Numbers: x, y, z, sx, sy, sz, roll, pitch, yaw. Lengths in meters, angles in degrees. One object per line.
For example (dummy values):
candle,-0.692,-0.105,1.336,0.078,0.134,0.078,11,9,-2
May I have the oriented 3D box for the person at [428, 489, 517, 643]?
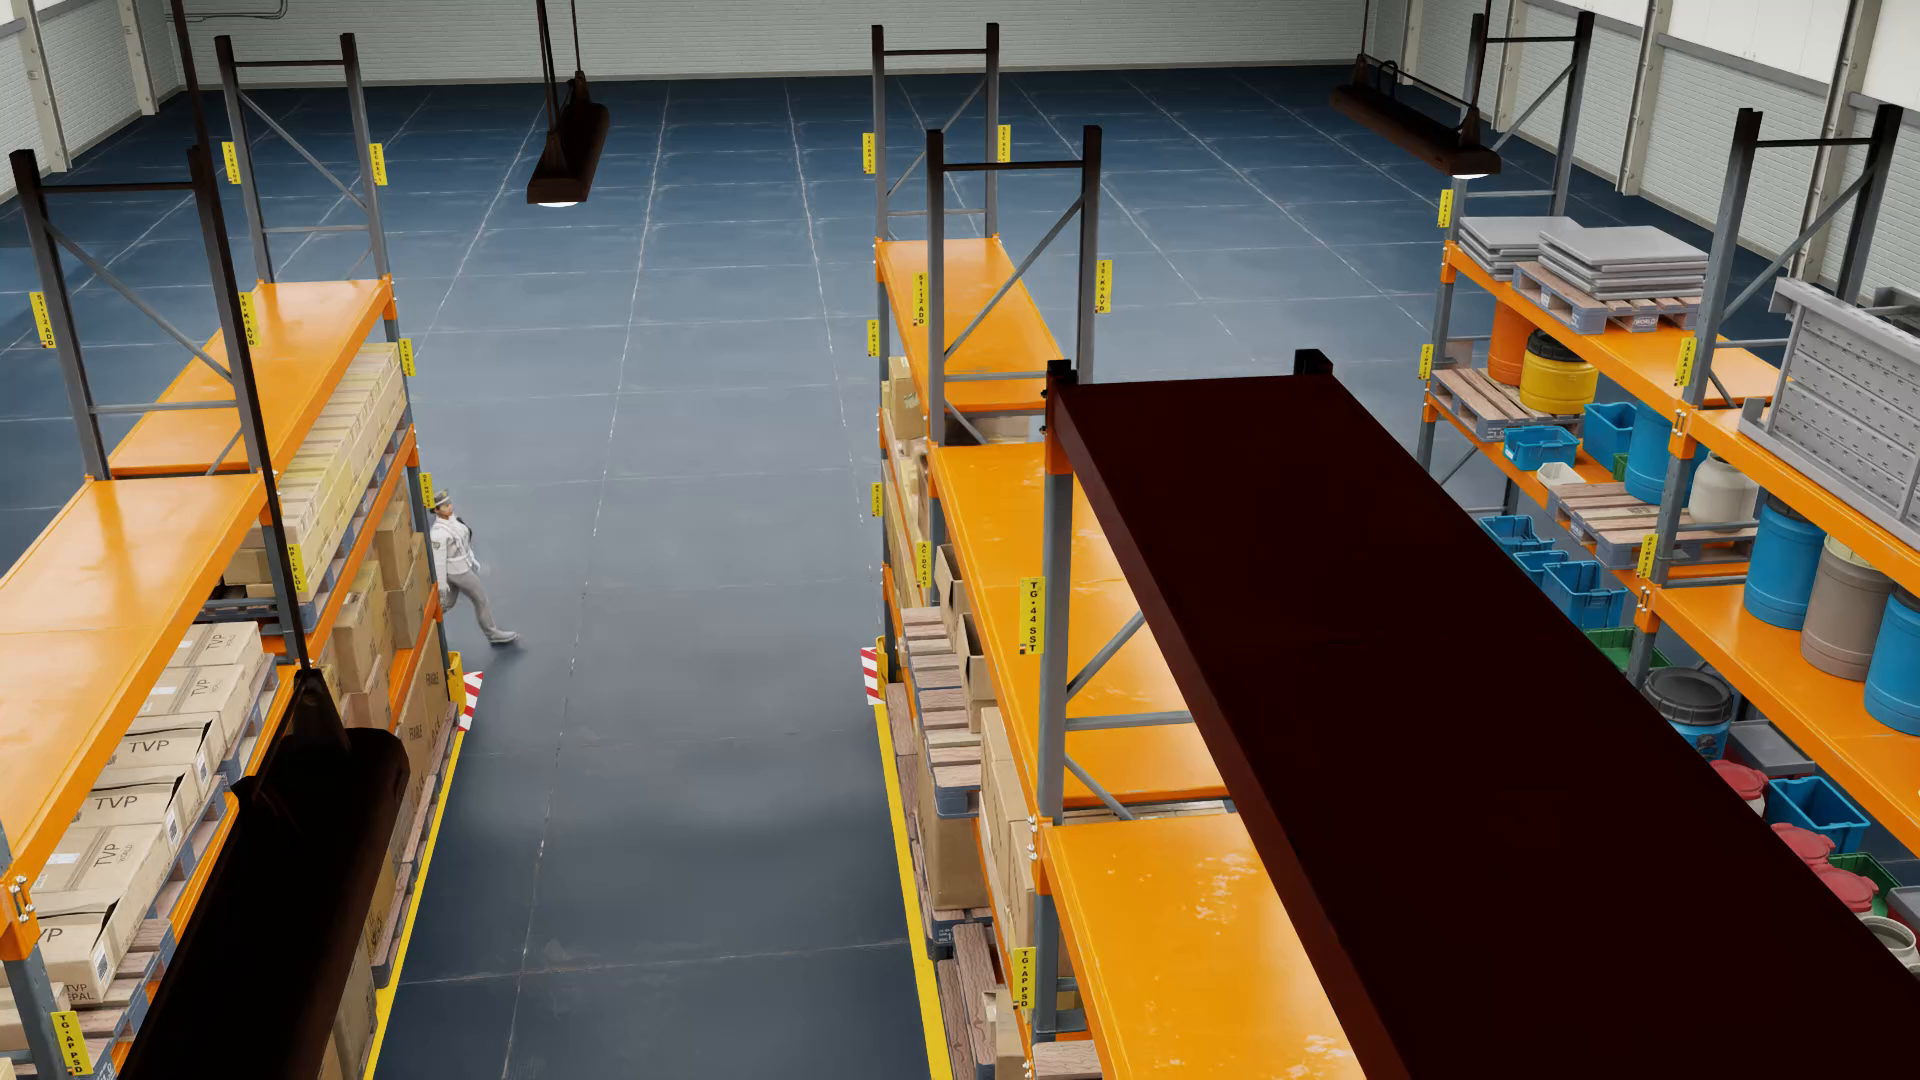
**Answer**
person,-4.871,0.266,16.026,0.923,1.648,0.444,-14,29,-27
